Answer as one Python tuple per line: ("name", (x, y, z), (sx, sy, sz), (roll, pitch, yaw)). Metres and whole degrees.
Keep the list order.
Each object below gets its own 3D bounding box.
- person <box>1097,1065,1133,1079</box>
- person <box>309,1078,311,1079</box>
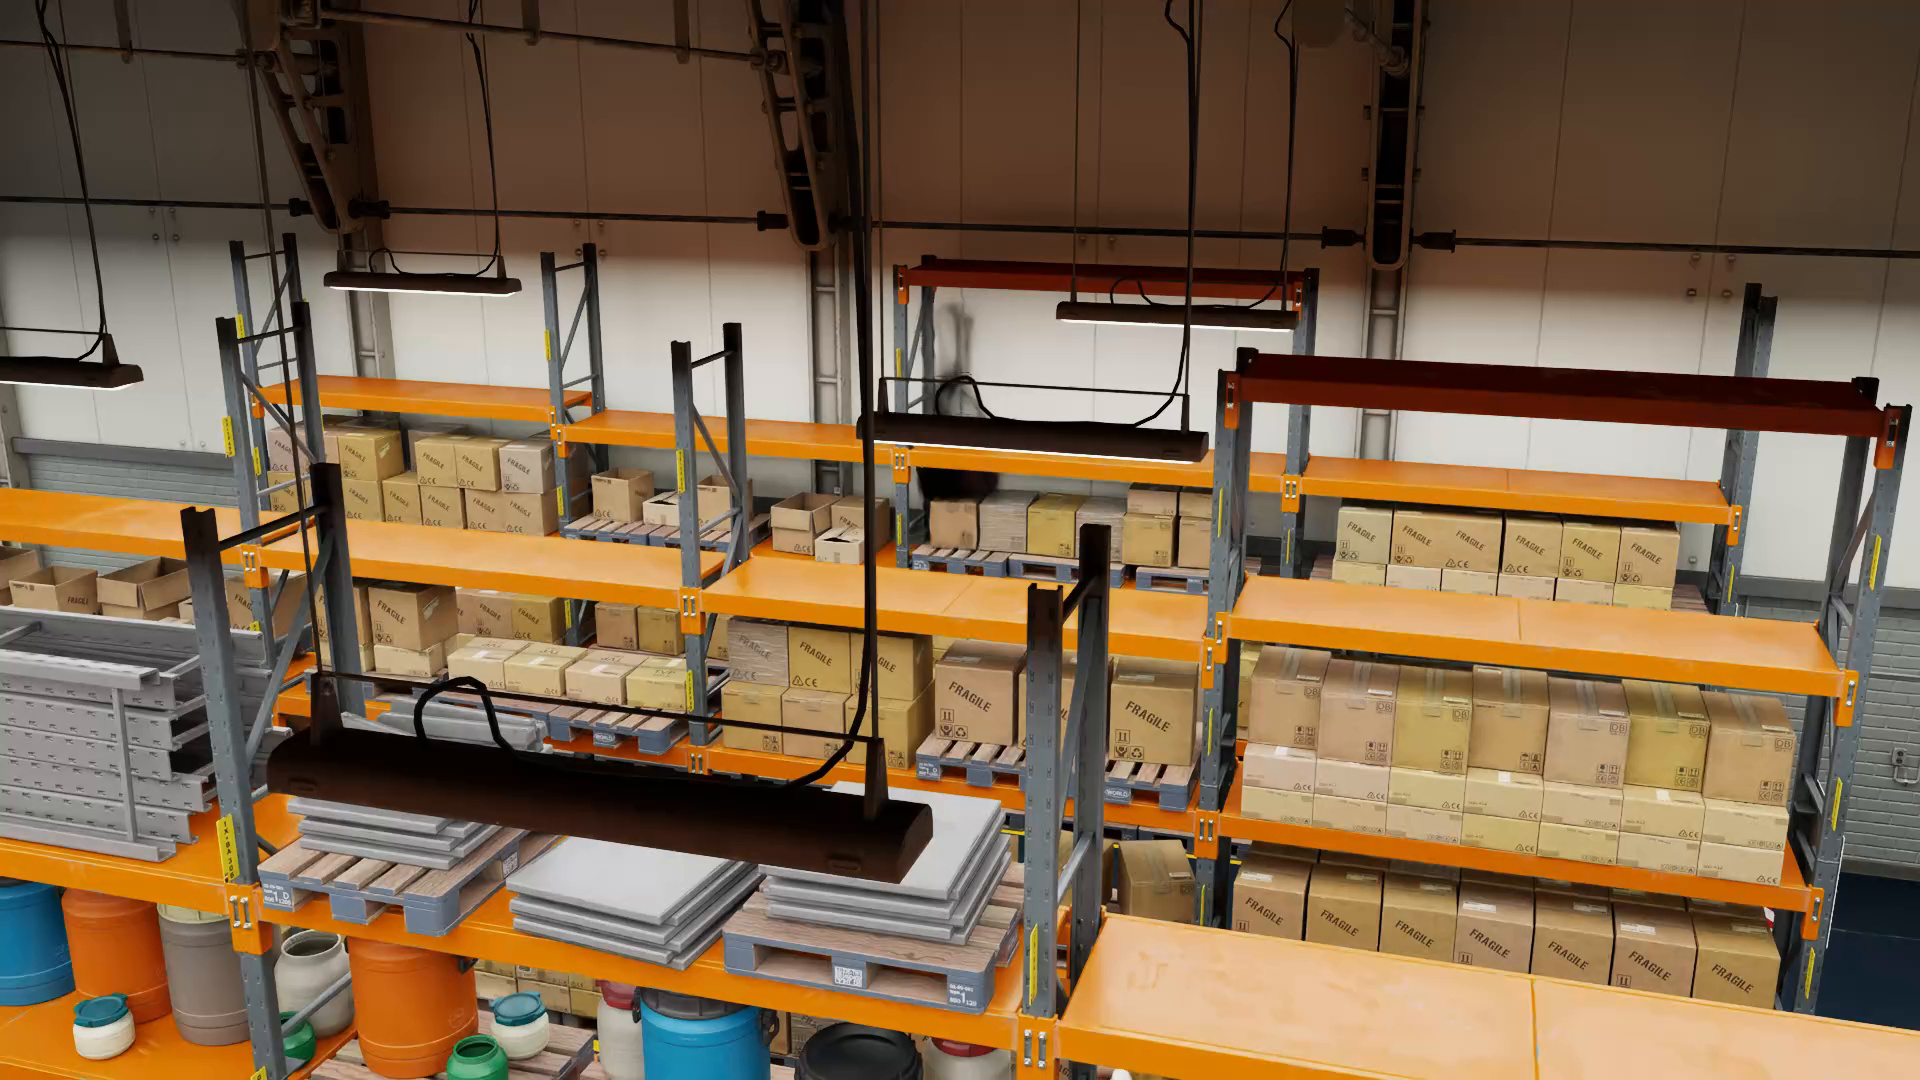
("person", (1.291, 4.223, 11.091), (1.067, 1.717, 0.755), (1, 16, 5))
("person", (-4.659, 3.991, 12.062), (0.807, 1.648, 0.595), (3, 16, 11))
